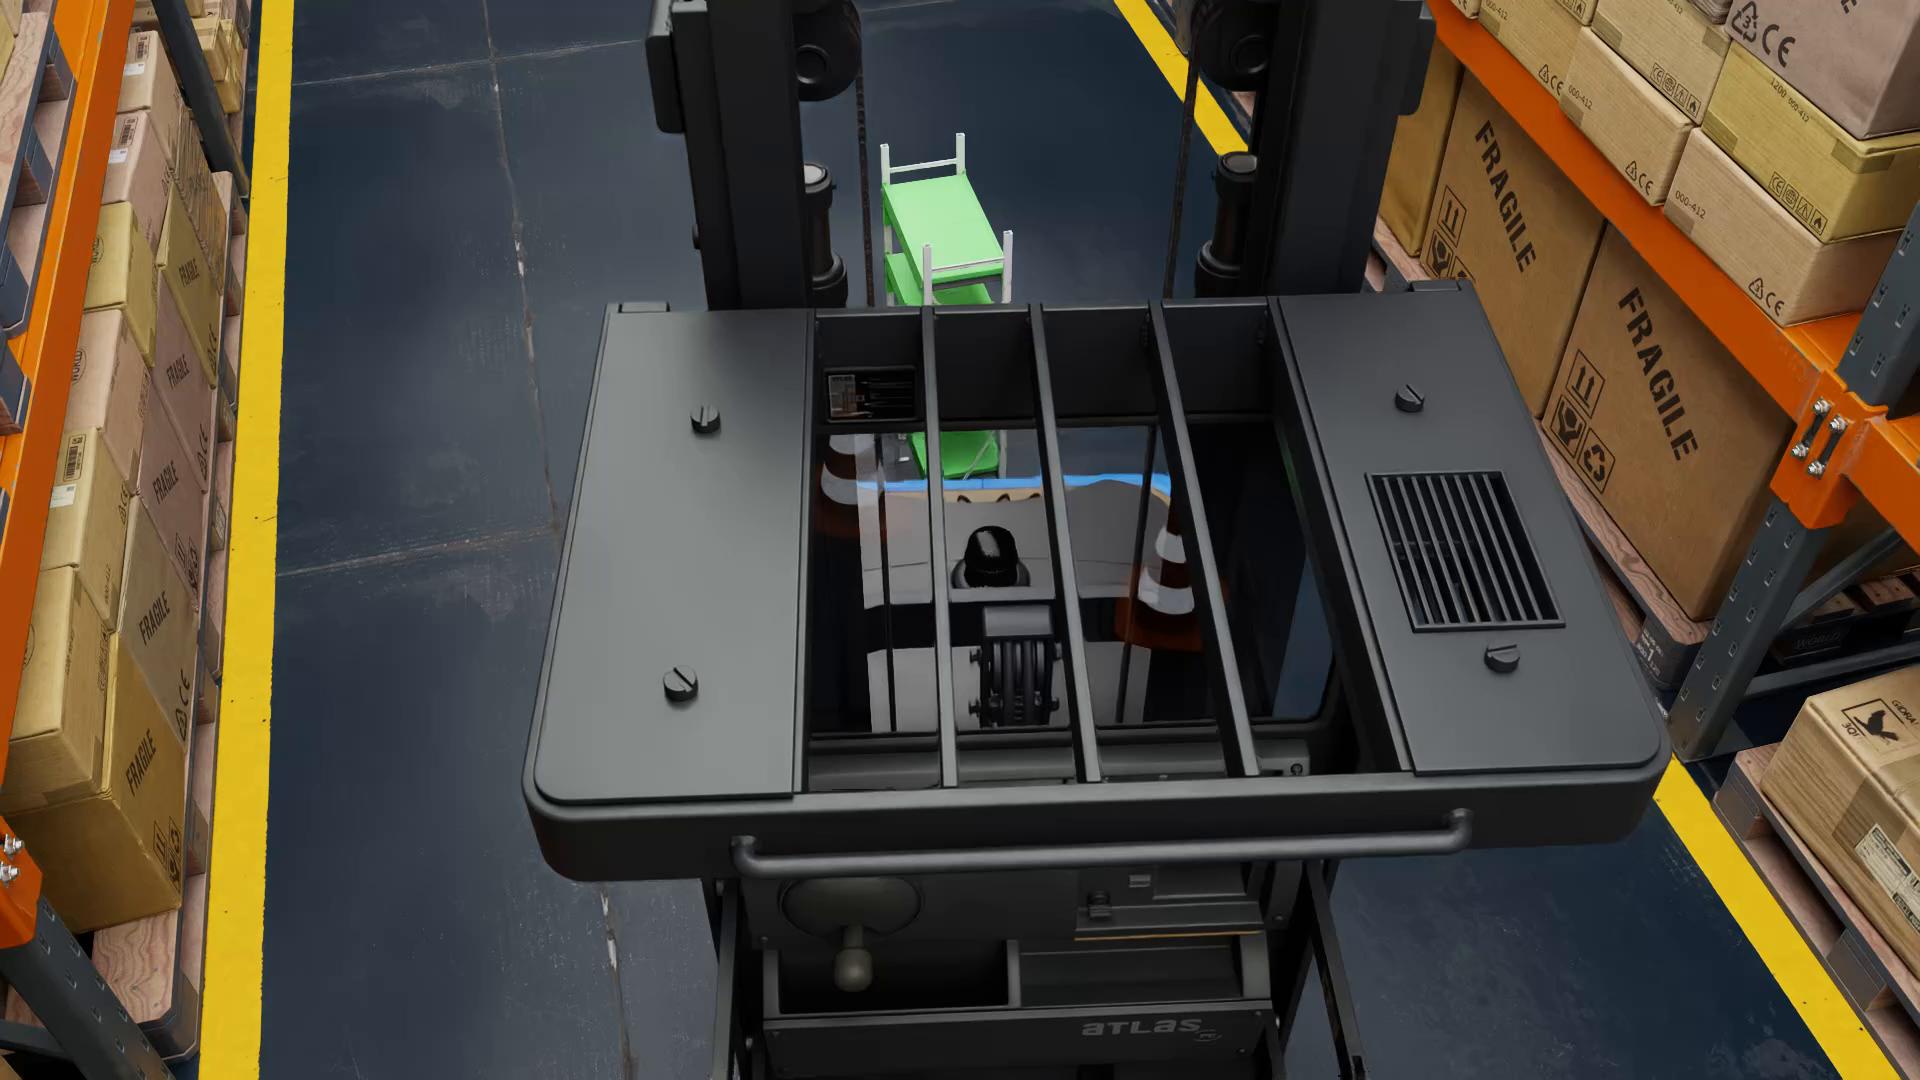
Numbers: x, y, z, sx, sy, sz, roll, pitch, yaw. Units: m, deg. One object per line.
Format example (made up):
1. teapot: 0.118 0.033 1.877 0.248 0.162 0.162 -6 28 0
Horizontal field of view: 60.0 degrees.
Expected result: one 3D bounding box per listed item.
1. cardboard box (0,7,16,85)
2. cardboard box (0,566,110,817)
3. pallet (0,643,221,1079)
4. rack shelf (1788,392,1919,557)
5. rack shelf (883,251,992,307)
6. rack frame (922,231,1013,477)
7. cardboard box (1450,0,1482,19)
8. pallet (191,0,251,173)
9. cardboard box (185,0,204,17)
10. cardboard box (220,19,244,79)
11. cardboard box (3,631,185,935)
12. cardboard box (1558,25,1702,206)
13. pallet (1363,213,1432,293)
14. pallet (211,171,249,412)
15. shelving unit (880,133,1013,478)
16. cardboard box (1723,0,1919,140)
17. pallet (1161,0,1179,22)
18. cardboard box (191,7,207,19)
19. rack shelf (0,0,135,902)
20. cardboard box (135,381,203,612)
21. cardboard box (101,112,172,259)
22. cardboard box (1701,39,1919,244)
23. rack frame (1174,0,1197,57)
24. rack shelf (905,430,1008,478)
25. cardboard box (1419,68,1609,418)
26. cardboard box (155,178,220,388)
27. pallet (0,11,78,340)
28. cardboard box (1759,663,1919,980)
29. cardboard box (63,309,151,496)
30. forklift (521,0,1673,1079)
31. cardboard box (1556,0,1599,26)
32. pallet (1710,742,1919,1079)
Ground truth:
1. cardboard box: -2.674 -1.264 4.270 0.380 0.149 0.250 -9 46 -9
2. cardboard box: -2.222 0.365 3.723 0.500 0.250 0.500 -13 47 -12
3. pallet: -2.479 0.857 4.263 1.003 0.211 1.213 -11 47 -10
4. rack shelf: 2.991 1.078 2.597 1.077 0.370 4.000 -11 47 -10
5. rack shelf: -0.042 -0.658 4.808 0.258 0.148 0.480 -11 47 -10
6. rack frame: 0.020 -0.366 4.768 0.240 1.200 0.015 -11 47 -10
7. cardboard box: 1.682 -1.851 5.069 0.500 0.250 0.500 -11 47 -11
8. pallet: -3.510 -1.823 6.888 1.003 0.211 1.213 -11 47 -10
9. cardboard box: -3.205 -2.175 6.567 0.380 0.149 0.250 -9 46 -8
10. cardboard box: -3.155 -1.984 6.796 0.380 0.149 0.250 -9 46 -9
11. cardboard box: -2.214 0.613 4.005 0.500 0.500 0.500 -13 47 -12
12. cardboard box: 1.953 -1.154 4.385 0.500 0.250 0.500 -10 46 -10
13. pallet: 2.042 -0.977 6.060 1.003 0.211 1.213 -11 47 -10
14. pallet: -3.103 -0.828 5.914 1.003 0.211 1.213 -11 47 -10
15. shelving unit: -0.042 -0.534 4.933 0.258 1.200 0.503 -11 47 -10
16. cardboard box: 2.094 -1.249 3.603 0.500 0.500 0.500 -12 47 -11
17. pallet: 1.336 -2.879 7.924 1.003 0.211 1.213 -11 47 -10
18. cardboard box: -3.239 -2.062 6.664 0.380 0.149 0.250 -10 46 -10
19. rack shelf: -2.792 -0.709 4.348 1.077 0.370 4.000 -11 47 -10
20. cardboard box: -2.482 -0.087 4.691 0.500 0.500 0.500 -12 47 -11
21. cardboard box: -2.750 -1.051 5.110 0.500 0.250 0.500 -9 46 -8
22. cardboard box: 2.110 -0.965 3.850 0.500 0.250 0.500 -11 47 -10
23. rack frame: 1.455 -3.316 6.400 1.000 3.000 0.127 -11 47 -10
24. rack shelf: -0.042 -0.322 5.151 0.258 0.148 0.480 -11 47 -10
25. cardboard box: 2.159 -1.066 5.389 0.875 0.875 0.875 -10 46 -10
26. cardboard box: -2.740 -0.794 5.384 0.500 0.500 0.500 -12 47 -11
27. pallet: -2.826 -0.872 4.138 1.003 0.211 1.213 -11 47 -10
28. cardboard box: 2.614 0.610 4.098 0.950 0.372 0.625 -14 47 -13
29. cardboard box: -2.467 -0.329 4.403 0.500 0.250 0.500 -10 46 -10
30. forklift: 0.116 0.627 2.584 1.130 2.935 3.031 -2 46 -2
31. cardboard box: 1.824 -1.668 4.539 0.500 0.250 0.500 -12 47 -11
32. pallet: 2.678 0.961 4.160 1.003 0.211 1.213 -11 47 -10
